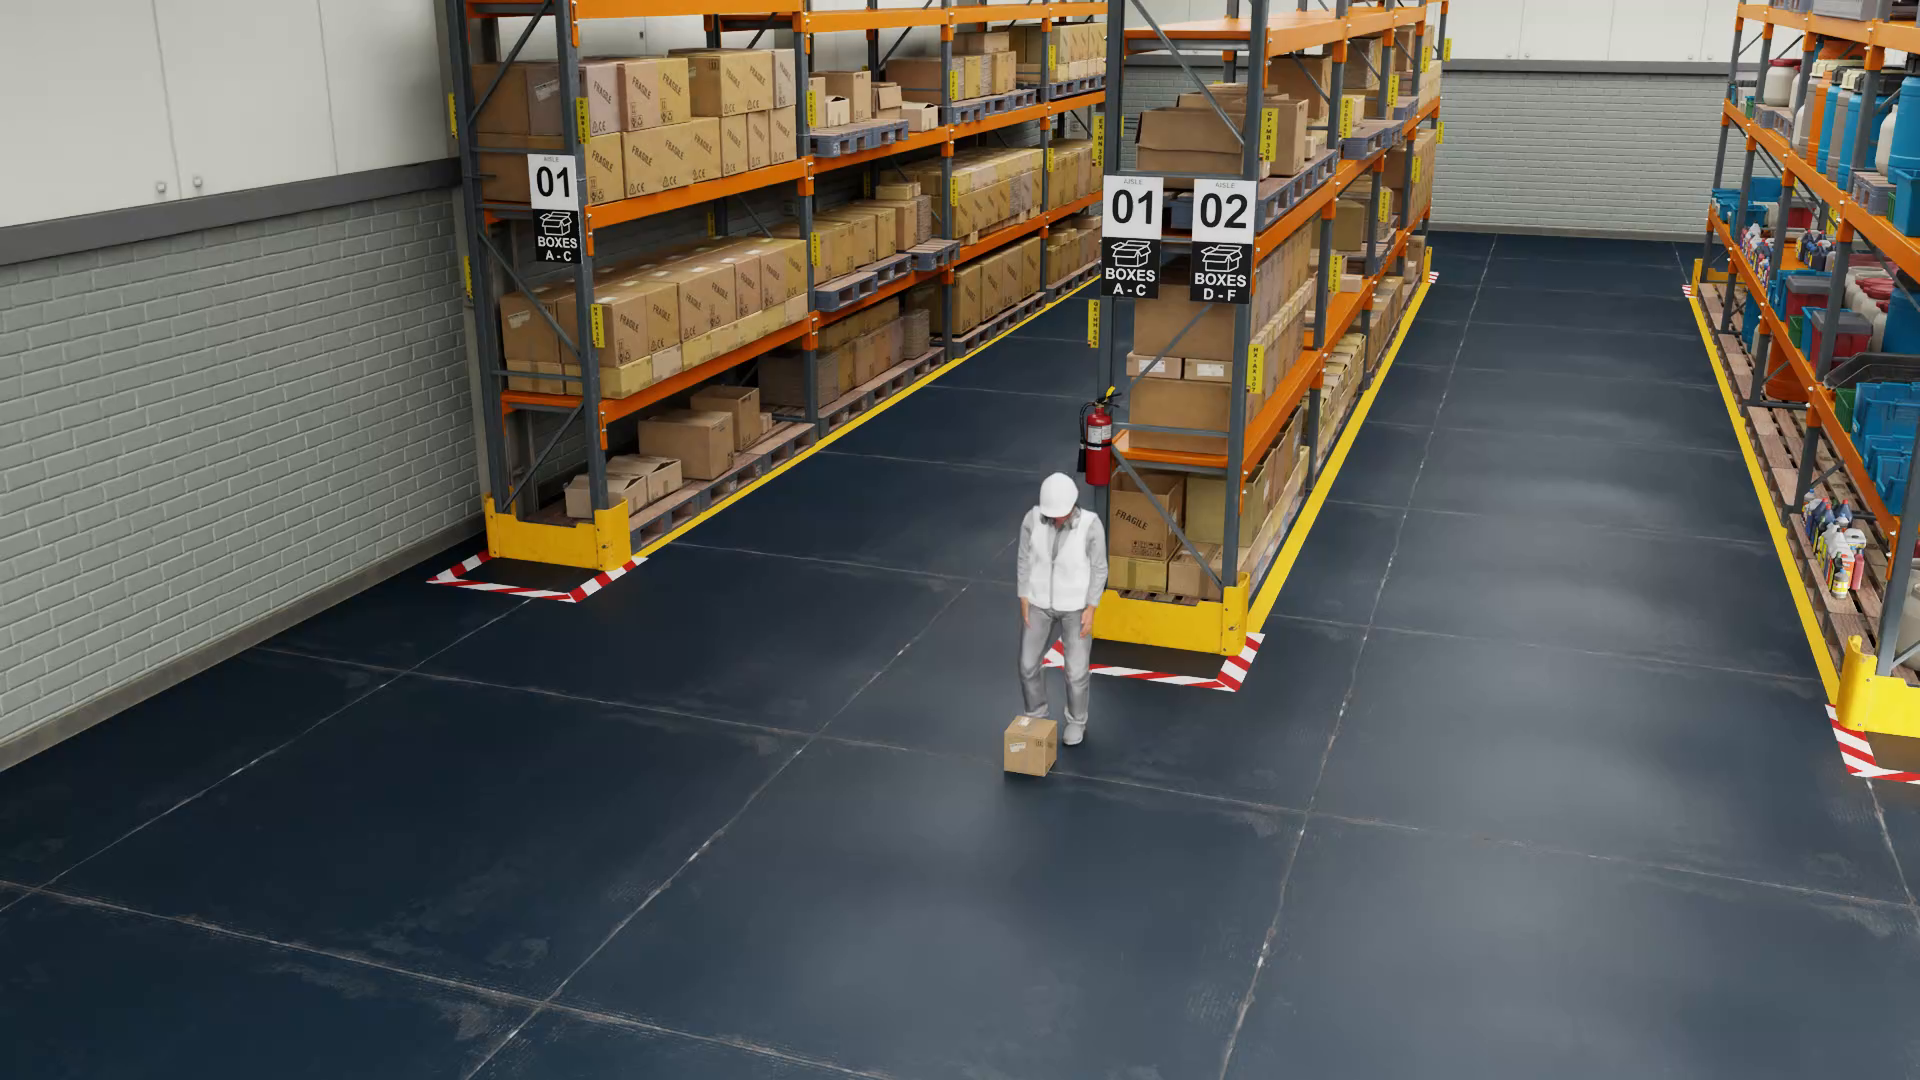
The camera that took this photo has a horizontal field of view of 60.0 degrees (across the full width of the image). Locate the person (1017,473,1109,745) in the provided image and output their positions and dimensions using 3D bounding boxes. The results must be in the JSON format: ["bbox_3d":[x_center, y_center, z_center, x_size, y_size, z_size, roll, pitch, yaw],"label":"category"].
[{"bbox_3d":[0.606,0.392,9.968,0.563,1.708,0.495,7,20,20],"label":"person"}]
